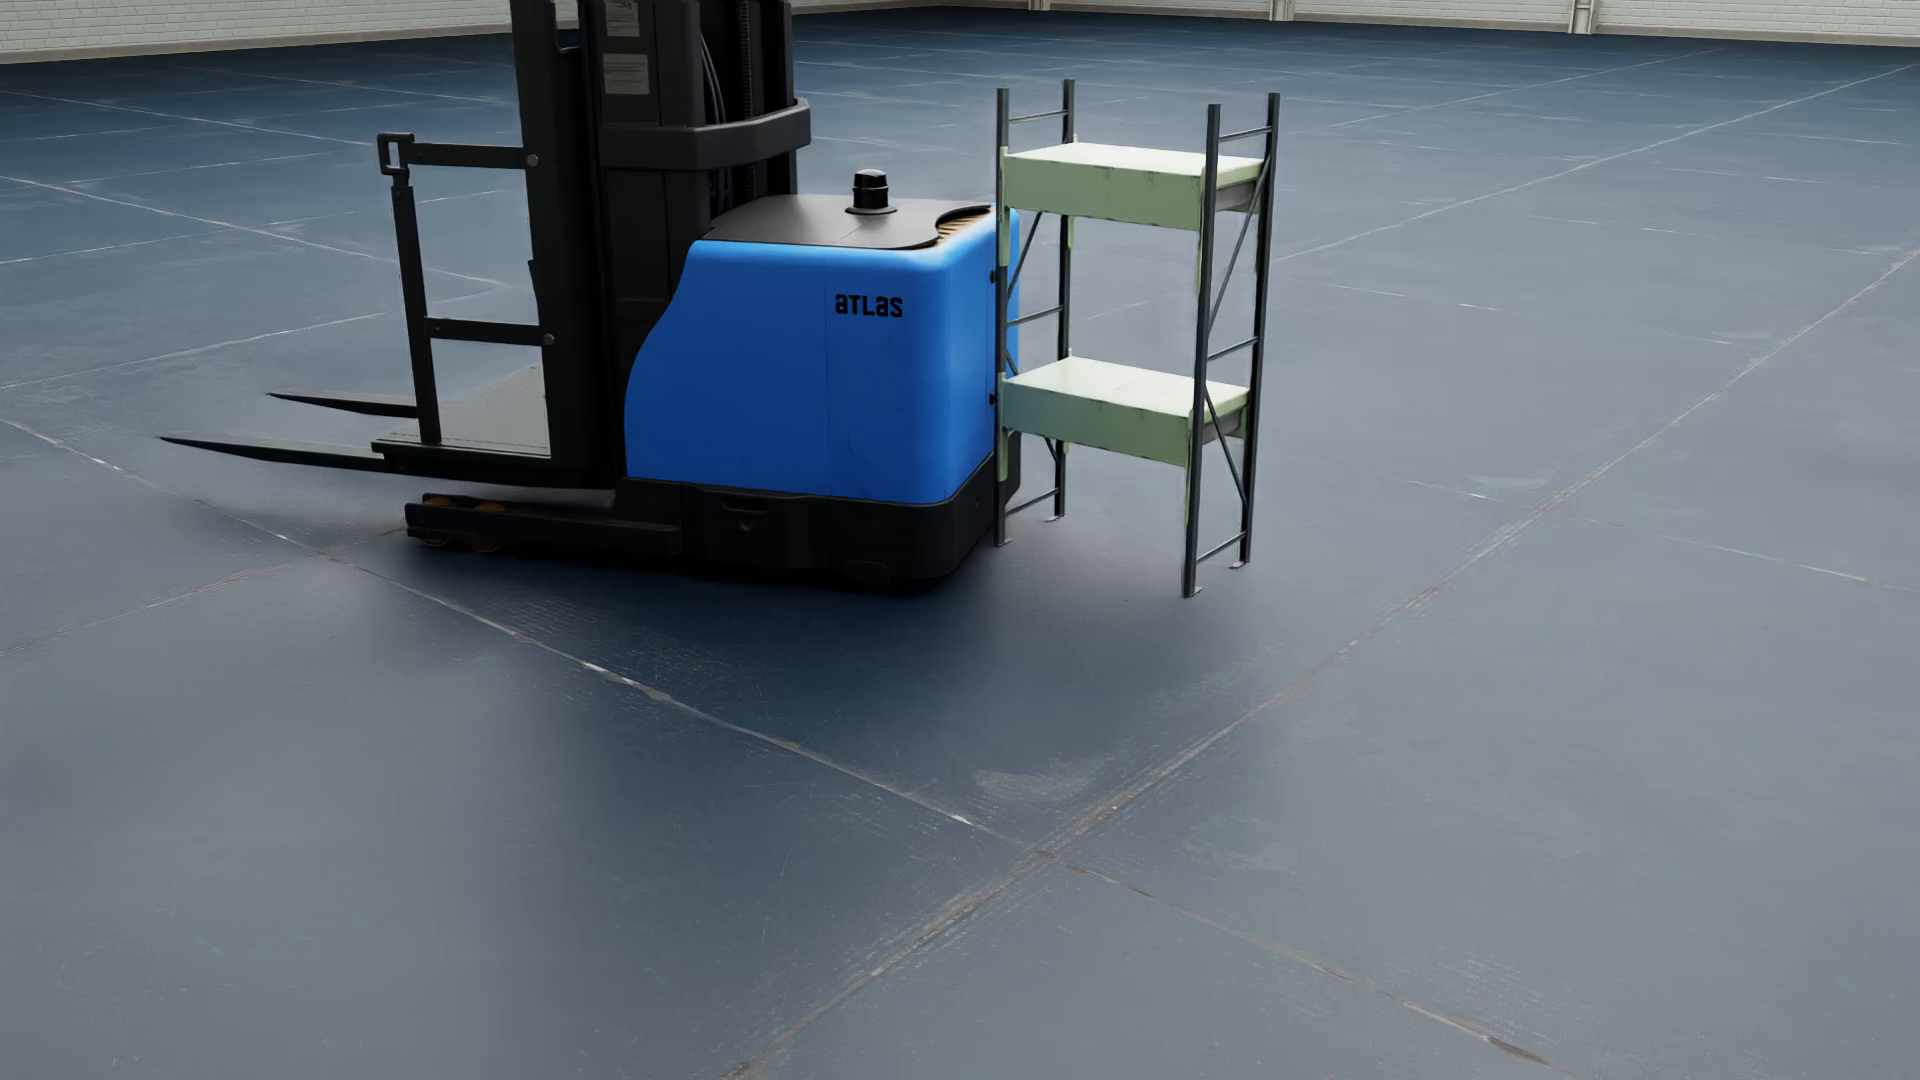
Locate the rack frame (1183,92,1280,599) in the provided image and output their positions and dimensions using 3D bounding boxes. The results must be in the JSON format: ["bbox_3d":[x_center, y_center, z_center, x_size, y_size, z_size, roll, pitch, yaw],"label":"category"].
[{"bbox_3d":[0.825,-0.576,5.070,0.023,1.500,0.400,15,25,34],"label":"rack frame"}]

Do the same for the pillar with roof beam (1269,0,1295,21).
[{"bbox_3d":[3.676,-13.371,28.371,0.400,9.000,9.100,16,26,36],"label":"pillar with roof beam"}]

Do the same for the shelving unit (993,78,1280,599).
[{"bbox_3d":[0.533,-0.654,5.277,0.755,1.500,0.431,15,25,34],"label":"shelving unit"}]

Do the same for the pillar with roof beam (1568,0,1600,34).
[{"bbox_3d":[8.324,-12.032,24.821,0.400,9.000,9.100,16,26,36],"label":"pillar with roof beam"}]

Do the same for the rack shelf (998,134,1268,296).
[{"bbox_3d":[0.533,-1.019,5.139,0.720,0.370,0.431,15,25,34],"label":"rack shelf"}]

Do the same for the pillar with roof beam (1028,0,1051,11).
[{"bbox_3d":[-0.972,-14.709,31.921,0.400,9.000,9.100,16,26,36],"label":"pillar with roof beam"}]

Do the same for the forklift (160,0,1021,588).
[{"bbox_3d":[-1.357,-1.500,5.492,3.031,2.935,1.130,6,21,15],"label":"forklift"}]

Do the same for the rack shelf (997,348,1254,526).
[{"bbox_3d":[0.533,-0.349,5.392,0.720,0.370,0.431,15,25,34],"label":"rack shelf"}]

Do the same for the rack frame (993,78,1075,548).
[{"bbox_3d":[0.242,-0.732,5.484,0.023,1.500,0.400,15,25,34],"label":"rack frame"}]
